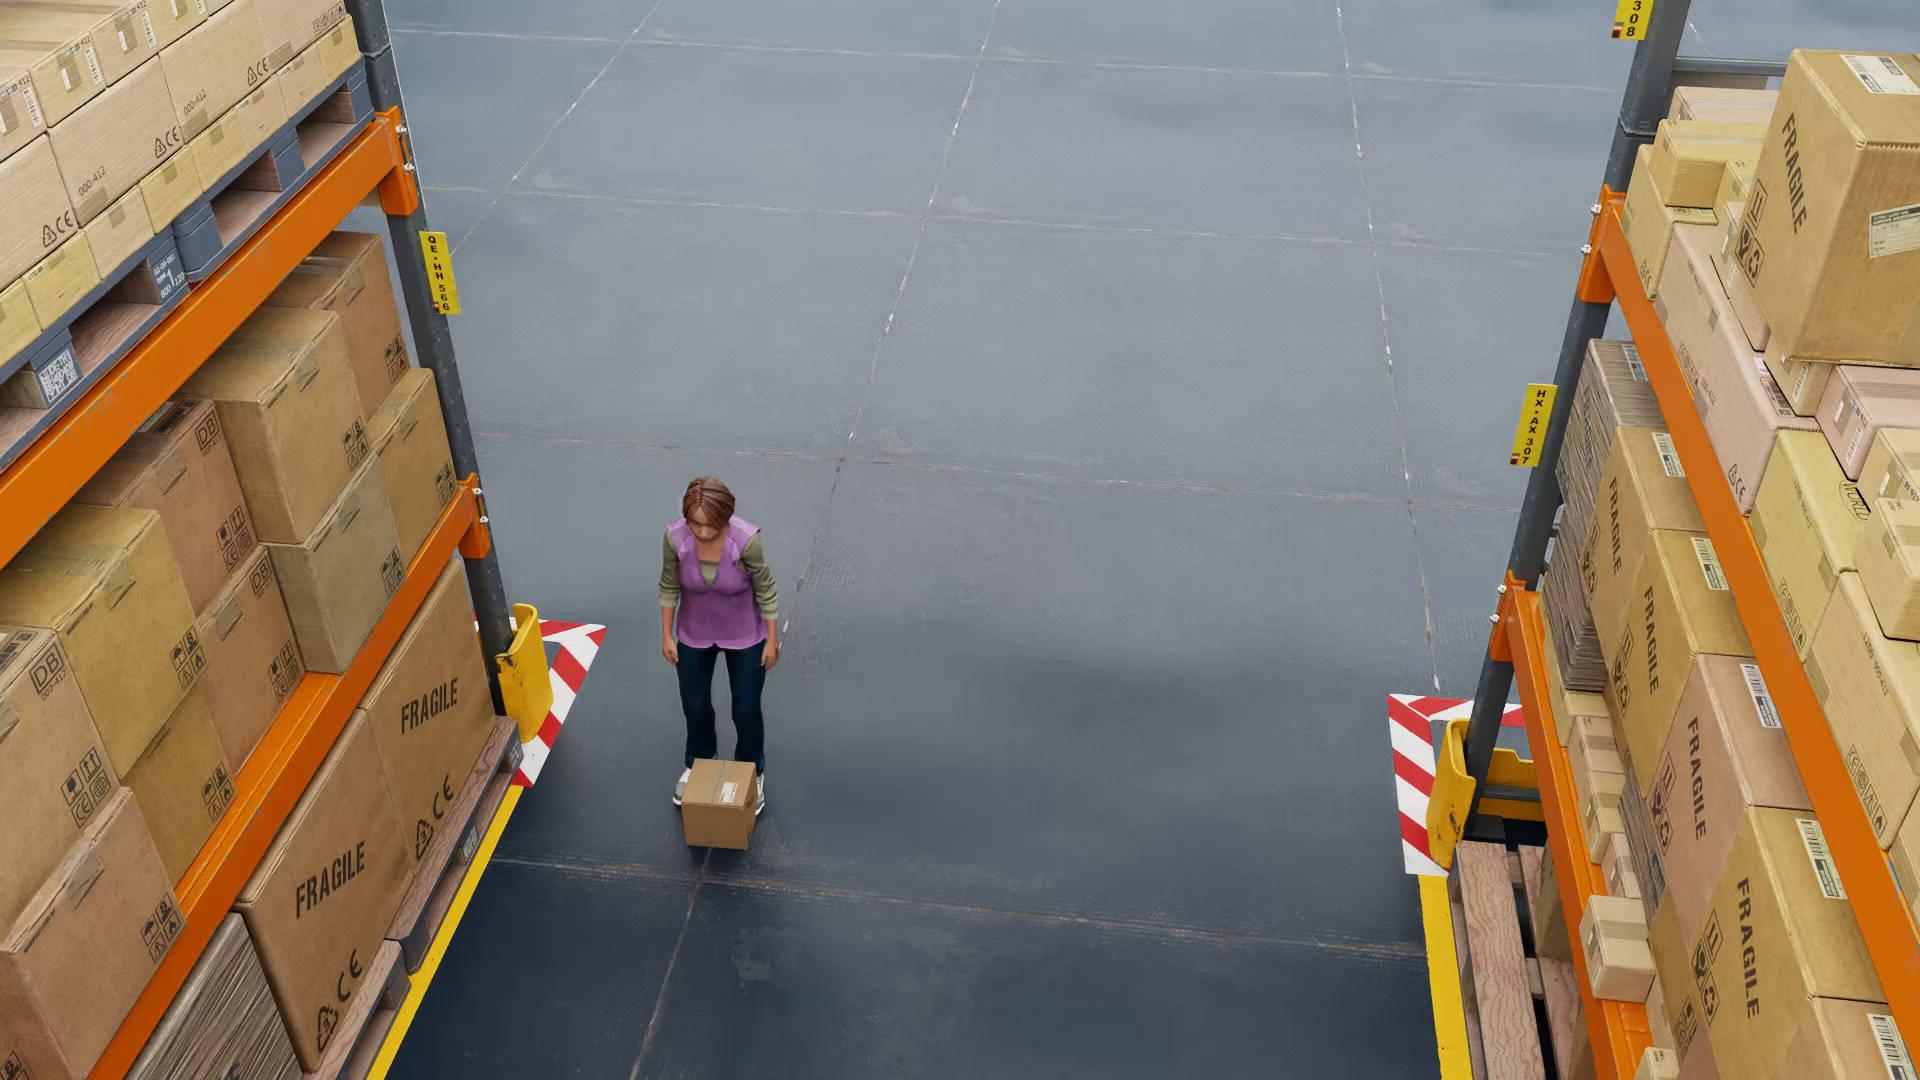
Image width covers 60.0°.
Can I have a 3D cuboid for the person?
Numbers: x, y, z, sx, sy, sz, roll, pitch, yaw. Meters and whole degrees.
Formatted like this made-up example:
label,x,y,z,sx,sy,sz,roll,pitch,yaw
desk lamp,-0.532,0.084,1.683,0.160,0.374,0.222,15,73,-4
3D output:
label,x,y,z,sx,sy,sz,roll,pitch,yaw
person,-0.943,0.404,6.513,0.484,1.581,0.375,2,37,3
